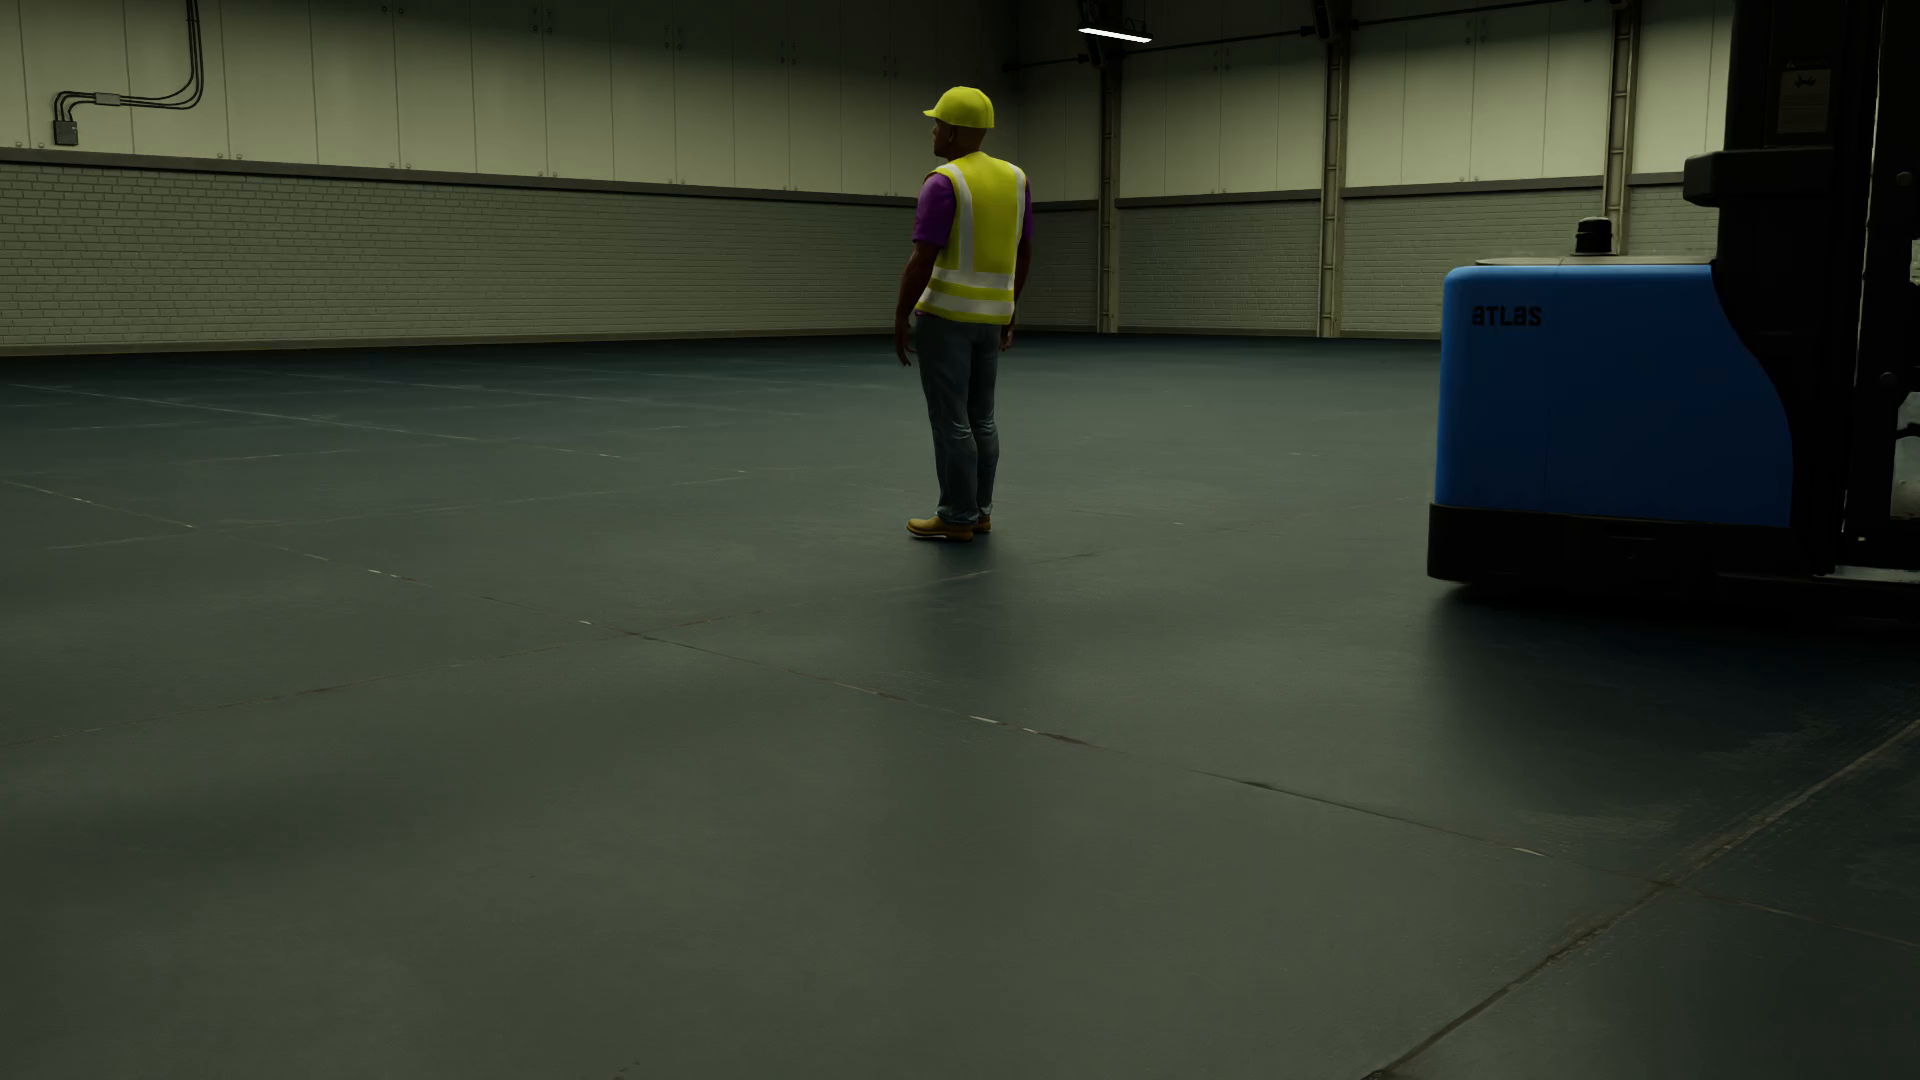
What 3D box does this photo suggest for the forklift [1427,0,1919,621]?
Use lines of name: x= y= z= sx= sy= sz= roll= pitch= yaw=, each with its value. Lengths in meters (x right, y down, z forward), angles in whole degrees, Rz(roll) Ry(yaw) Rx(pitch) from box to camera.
forklift: x=3.074 y=-1.212 z=4.923 sx=3.031 sy=2.935 sz=1.130 roll=5 pitch=10 yaw=29

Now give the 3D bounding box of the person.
person: x=-0.047 y=-0.888 z=6.637 sx=0.575 sy=1.768 sz=0.666 roll=8 pitch=12 yaw=43
